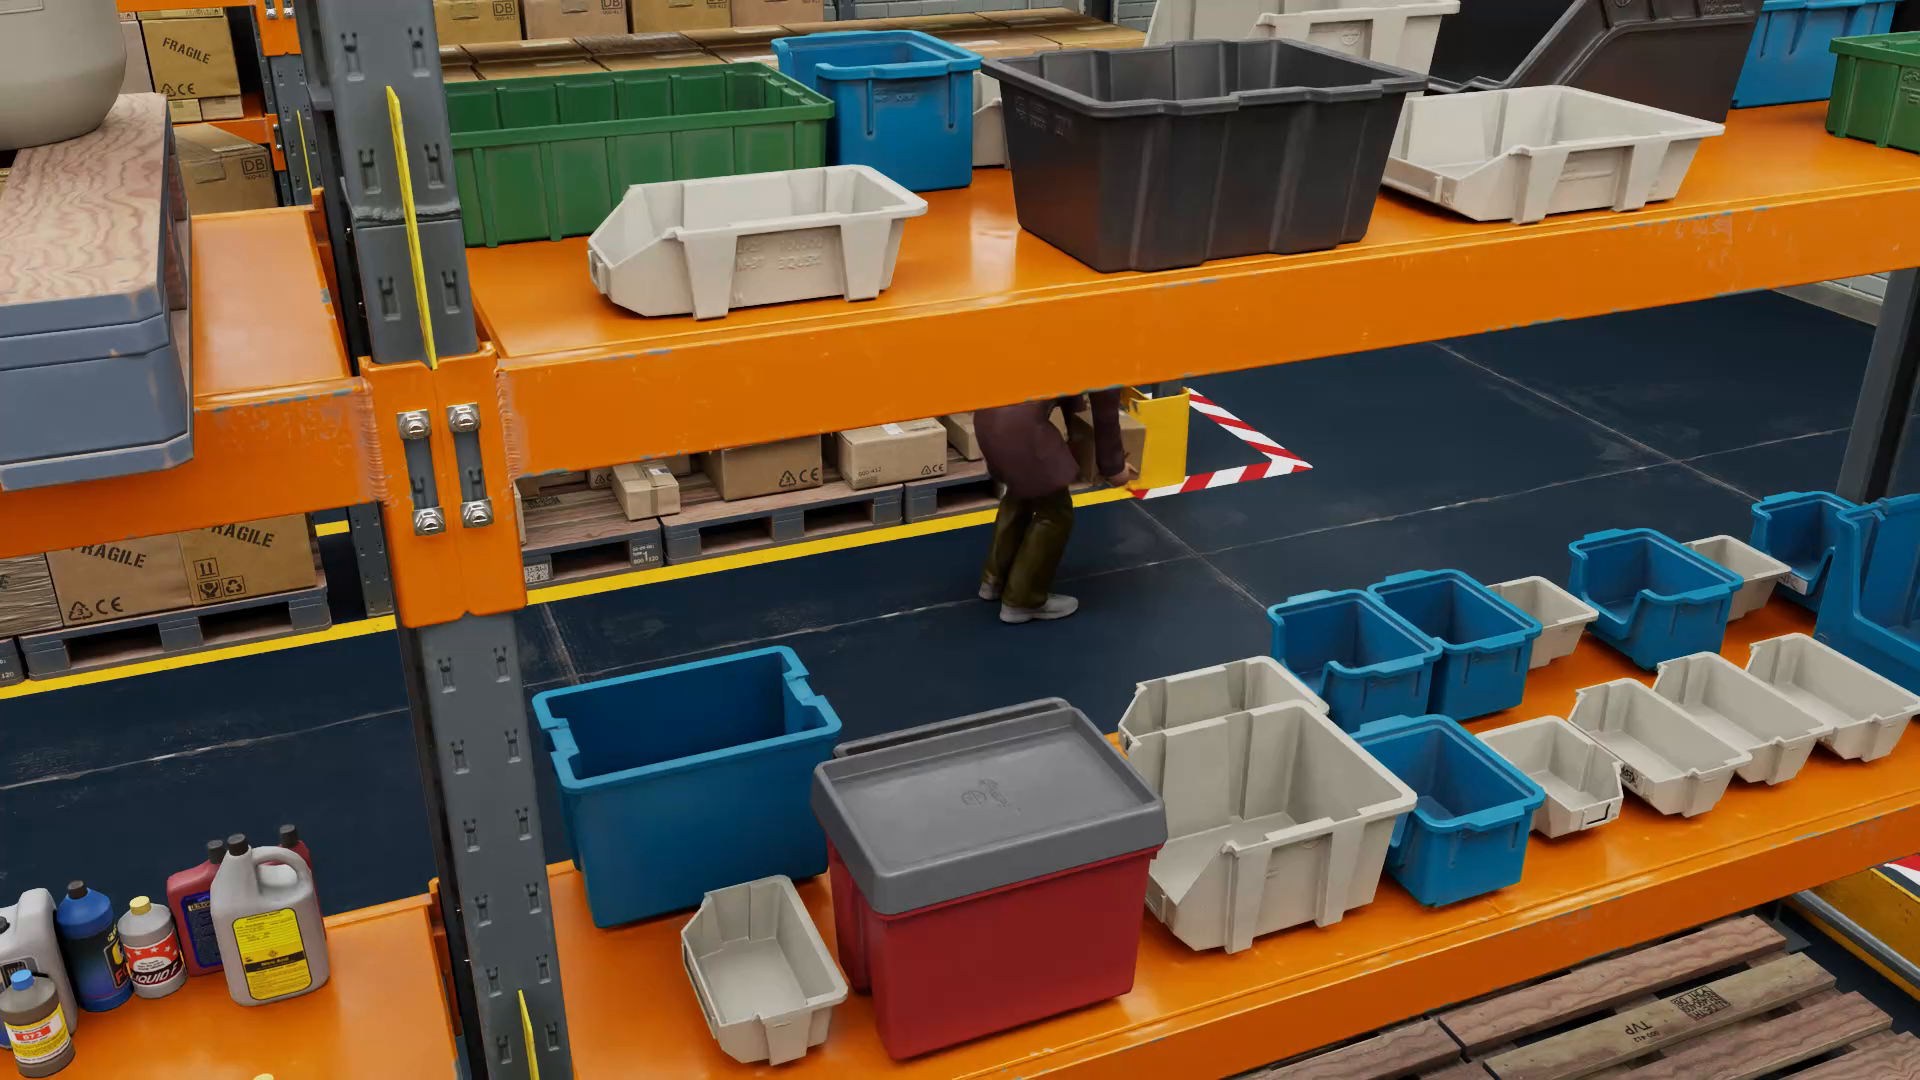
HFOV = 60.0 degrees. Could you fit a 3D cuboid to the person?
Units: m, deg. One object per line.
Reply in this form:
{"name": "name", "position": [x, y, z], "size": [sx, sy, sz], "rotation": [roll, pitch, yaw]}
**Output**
{"name": "person", "position": [0.453, -0.419, 7.319], "size": [0.806, 1.509, 0.555], "rotation": [-11, 28, -22]}
